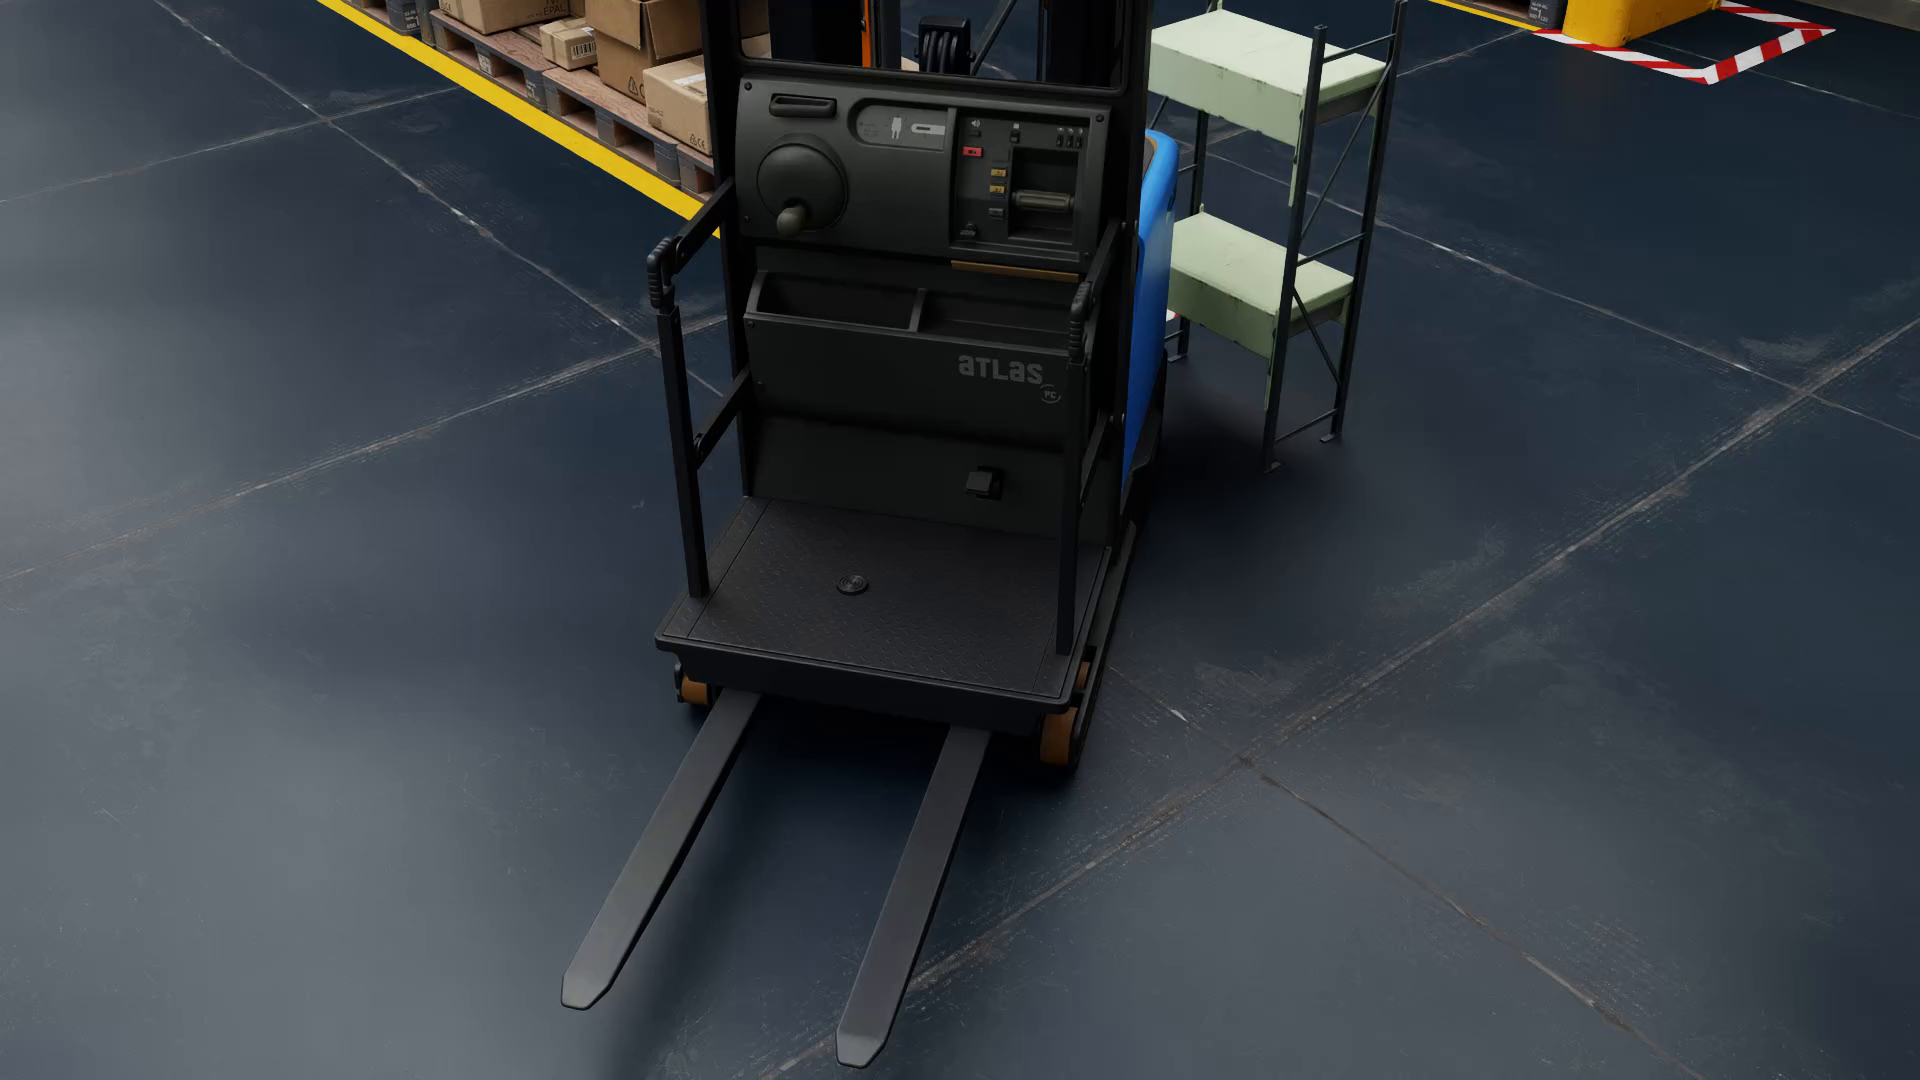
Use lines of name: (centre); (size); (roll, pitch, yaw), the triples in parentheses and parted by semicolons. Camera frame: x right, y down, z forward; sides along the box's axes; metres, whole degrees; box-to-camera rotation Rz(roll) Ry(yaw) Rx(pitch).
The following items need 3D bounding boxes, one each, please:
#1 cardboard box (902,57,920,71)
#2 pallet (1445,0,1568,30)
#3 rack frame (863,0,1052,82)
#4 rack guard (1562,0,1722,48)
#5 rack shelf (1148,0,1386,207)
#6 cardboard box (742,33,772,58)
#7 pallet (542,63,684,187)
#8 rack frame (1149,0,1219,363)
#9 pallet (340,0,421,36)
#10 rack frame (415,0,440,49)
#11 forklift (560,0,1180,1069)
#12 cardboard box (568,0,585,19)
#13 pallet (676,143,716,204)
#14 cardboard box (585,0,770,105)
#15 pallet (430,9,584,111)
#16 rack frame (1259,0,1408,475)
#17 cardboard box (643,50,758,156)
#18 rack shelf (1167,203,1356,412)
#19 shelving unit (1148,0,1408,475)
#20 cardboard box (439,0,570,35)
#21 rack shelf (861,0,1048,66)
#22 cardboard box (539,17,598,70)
cardboard box: (-0.390, -1.957, 7.417); (0.500, 0.250, 0.500); (-26, 43, -32)
pallet: (3.273, -3.368, 9.824); (1.003, 0.211, 1.213); (-26, 43, -32)
rack frame: (0.067, -2.333, 5.949); (1.000, 3.000, 0.127); (-26, 43, -32)
rack guard: (3.864, -3.152, 9.268); (1.175, 0.500, 0.348); (-26, 43, -32)
rack shelf: (0.926, -1.388, 5.237); (0.431, 0.370, 0.720); (-26, 43, -32)
cardboard box: (-0.713, -2.178, 7.729); (0.500, 0.250, 0.500); (-26, 43, -32)
pallet: (-1.280, -2.119, 8.059); (1.003, 0.211, 1.213); (-26, 43, -32)
rack frame: (0.691, -1.232, 5.692); (0.400, 1.500, 0.023); (-26, 43, -32)
pallet: (-3.068, -3.306, 9.736); (1.003, 0.211, 1.213); (-26, 43, -32)
rack frame: (-2.514, -4.099, 8.443); (1.000, 3.000, 0.127); (-26, 43, -32)
forklift: (-0.151, -0.843, 3.904); (1.130, 2.935, 3.031); (8, 36, 11)
cardboard box: (-1.930, -3.113, 8.832); (0.500, 0.500, 0.500); (-26, 43, -32)
pallet: (-0.497, -1.580, 7.299); (1.003, 0.211, 1.213); (-26, 43, -32)
cardboard box: (-1.298, -2.433, 7.869); (0.797, 0.503, 0.637); (-26, 43, -32)
pallet: (-2.072, -2.658, 8.820); (1.003, 0.211, 1.213); (-26, 43, -32)
rack frame: (1.161, -0.907, 5.234); (0.400, 1.500, 0.023); (-26, 43, -32)
cardboard box: (-1.062, -1.970, 7.434); (0.500, 0.250, 0.500); (-26, 43, -32)
rack shelf: (0.926, -0.804, 5.651); (0.431, 0.370, 0.720); (-26, 43, -32)
shelving unit: (0.926, -1.070, 5.463); (0.431, 1.500, 0.755); (-26, 43, -32)
cardboard box: (-2.409, -2.916, 8.717); (0.500, 0.311, 0.500); (-26, 43, -32)
rack shelf: (-1.224, -2.923, 7.404); (1.077, 0.370, 4.000); (-26, 43, -32)
cardboard box: (-1.843, -2.479, 8.225); (0.380, 0.166, 0.250); (-26, 43, -32)
